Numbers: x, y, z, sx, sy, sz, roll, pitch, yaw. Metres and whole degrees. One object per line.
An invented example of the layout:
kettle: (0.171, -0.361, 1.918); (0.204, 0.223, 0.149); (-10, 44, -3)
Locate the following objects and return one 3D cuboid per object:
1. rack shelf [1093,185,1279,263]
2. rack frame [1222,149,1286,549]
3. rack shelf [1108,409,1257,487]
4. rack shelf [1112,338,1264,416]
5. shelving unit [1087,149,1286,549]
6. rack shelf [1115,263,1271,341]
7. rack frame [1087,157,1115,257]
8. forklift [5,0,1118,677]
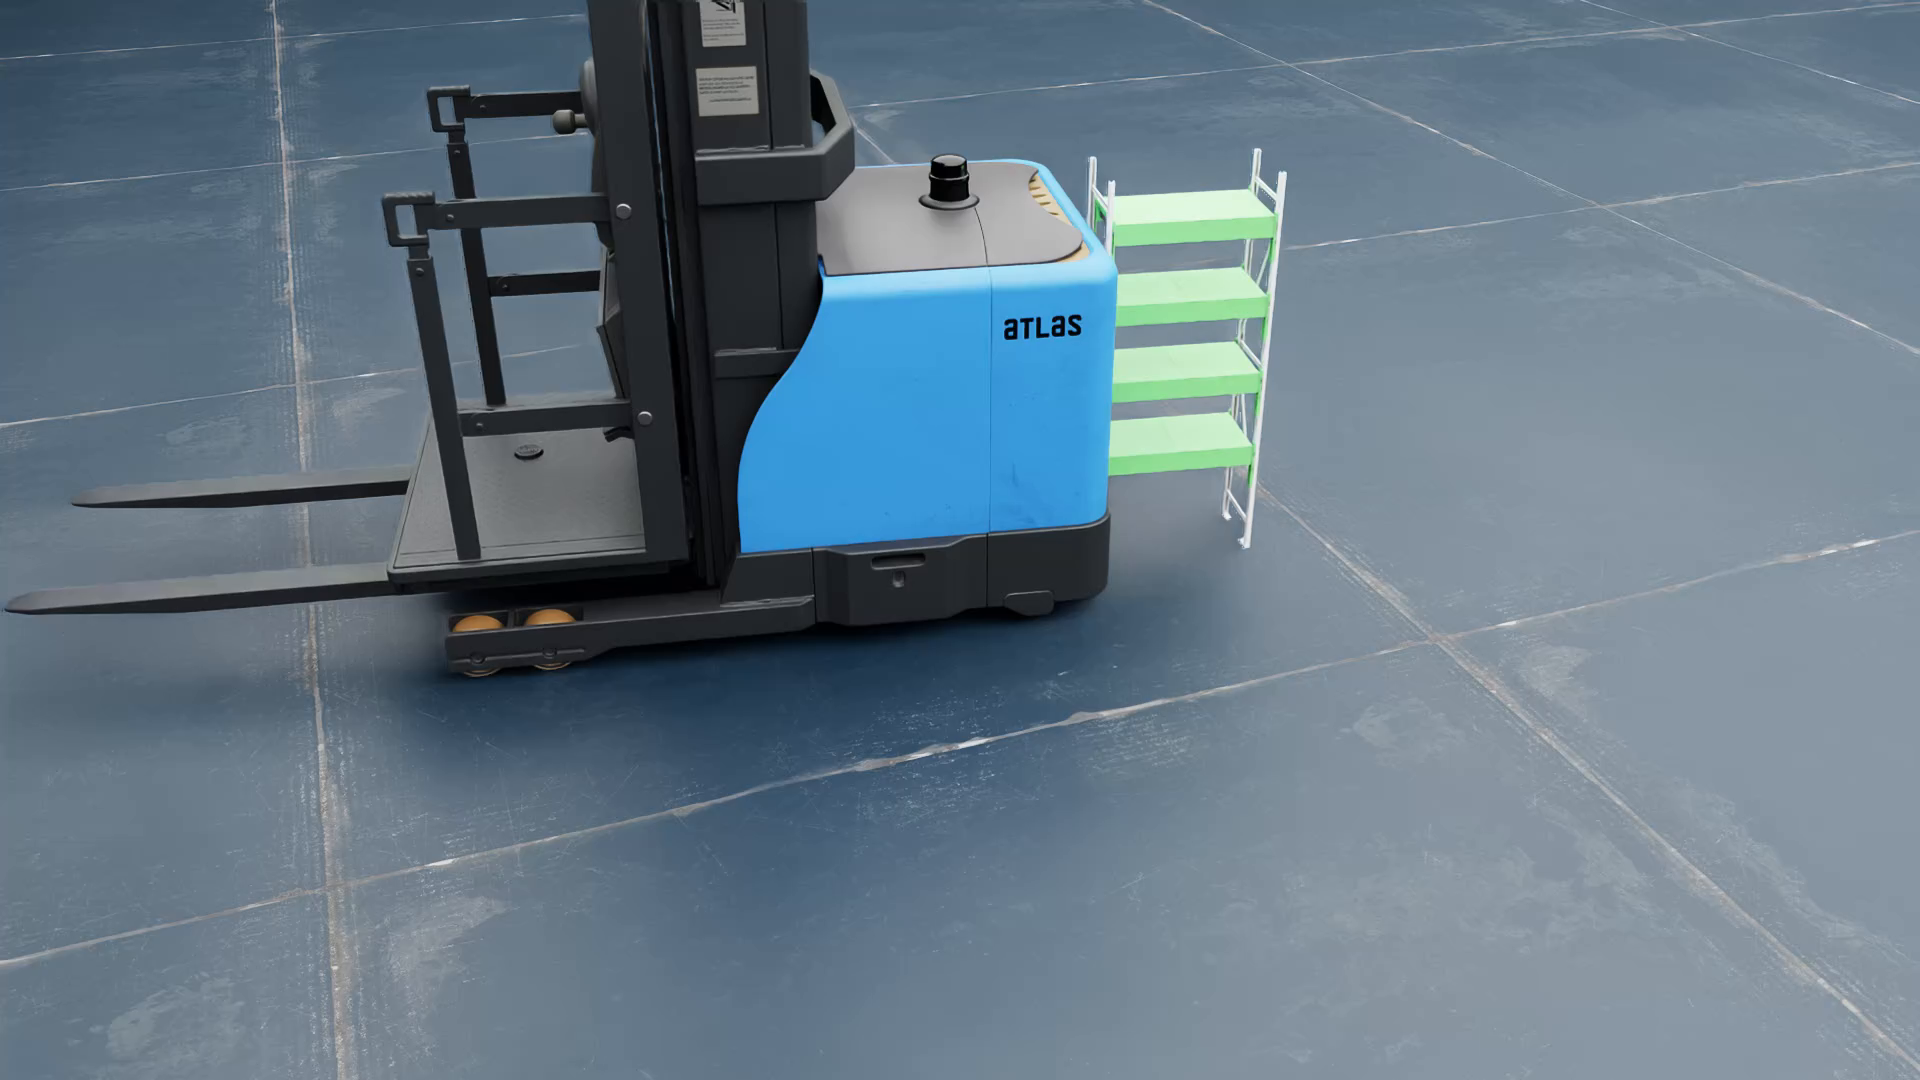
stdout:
rack shelf: (0.638, -0.894, 4.767); (0.480, 0.148, 0.258); (-5, 30, -8)
rack frame: (0.878, -0.553, 5.008); (0.015, 1.200, 0.240); (-5, 30, -8)
rack shelf: (0.638, -0.269, 5.124); (0.480, 0.148, 0.258); (-5, 30, -8)
rack shelf: (0.638, -0.477, 5.005); (0.480, 0.148, 0.258); (-5, 30, -8)
shelving unit: (0.638, -0.533, 4.973); (0.503, 1.200, 0.258); (-5, 30, -8)
rack shelf: (0.638, -0.686, 4.886); (0.480, 0.148, 0.258); (-5, 30, -8)
rack frame: (0.397, -0.513, 4.938); (0.015, 1.200, 0.240); (-5, 30, -8)
forklift: (-1.131, -1.179, 4.359); (3.031, 2.935, 1.130); (-5, 30, -8)
